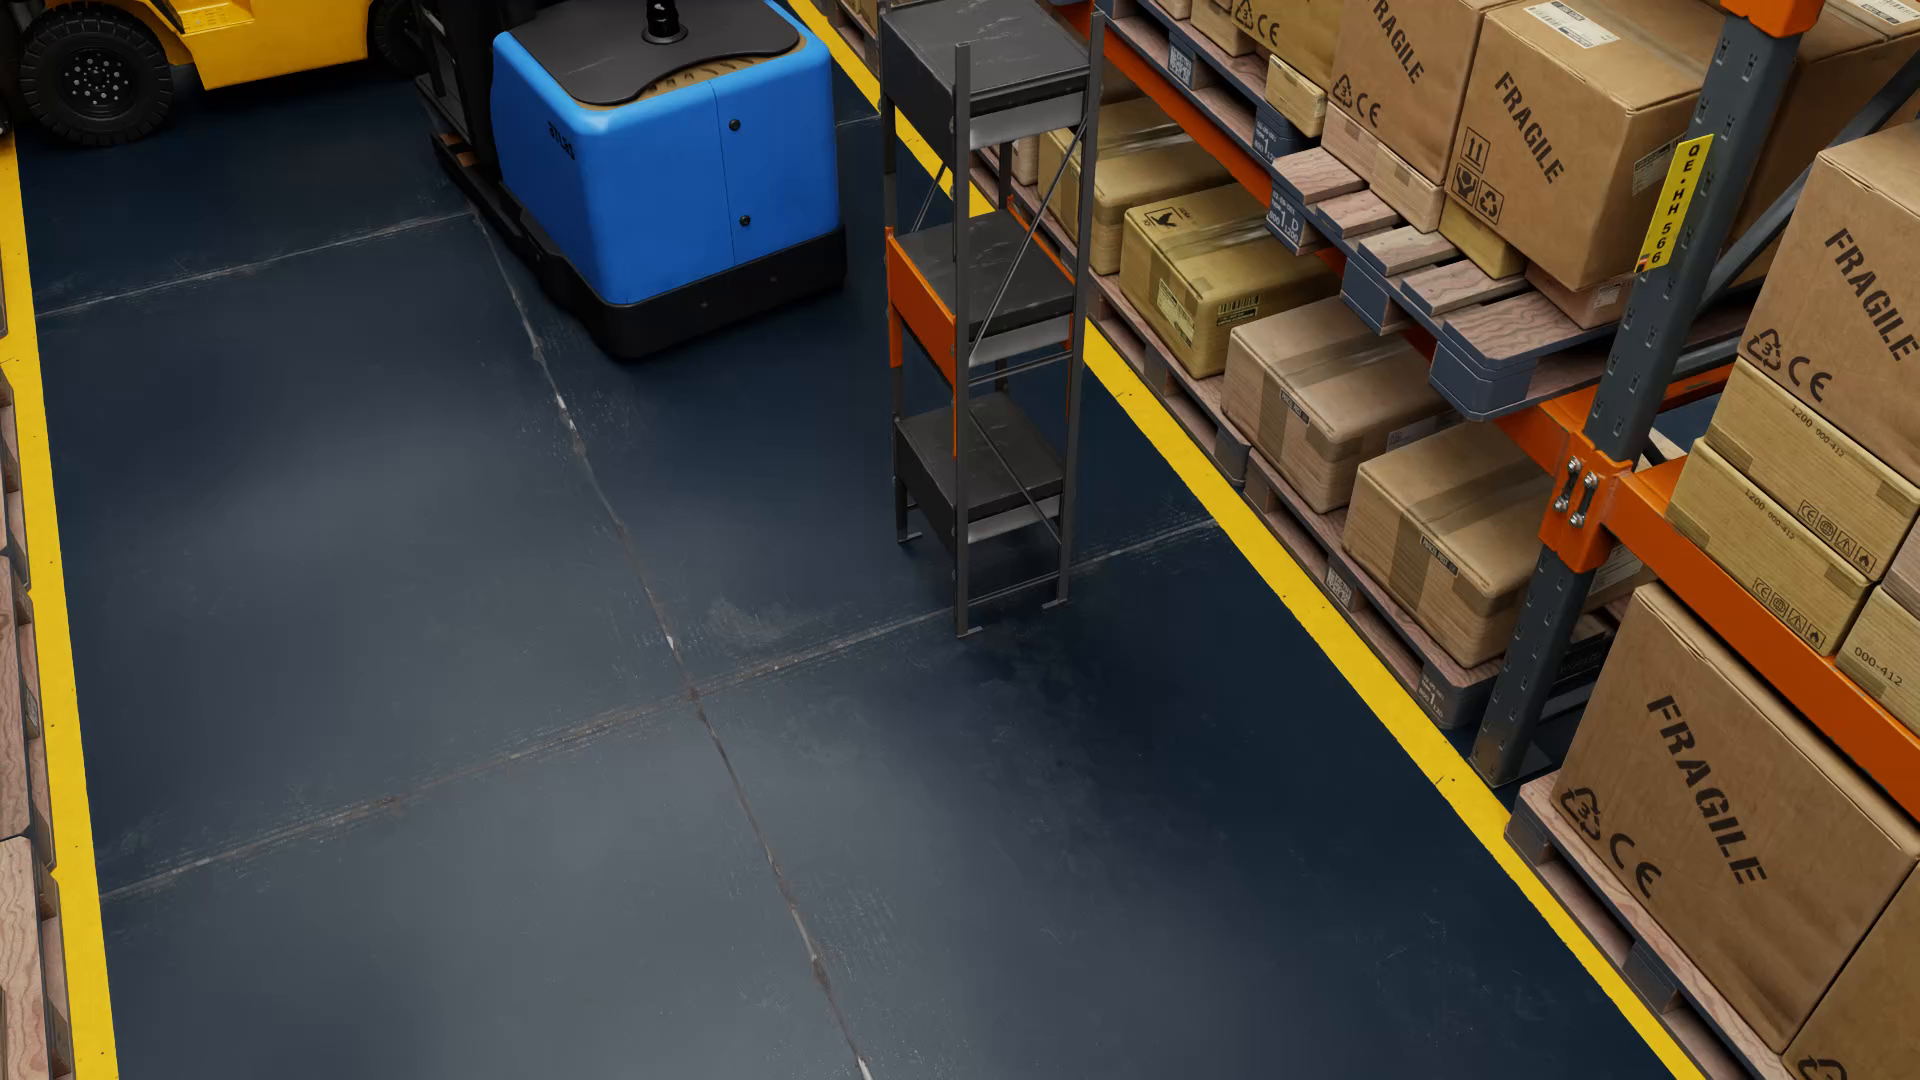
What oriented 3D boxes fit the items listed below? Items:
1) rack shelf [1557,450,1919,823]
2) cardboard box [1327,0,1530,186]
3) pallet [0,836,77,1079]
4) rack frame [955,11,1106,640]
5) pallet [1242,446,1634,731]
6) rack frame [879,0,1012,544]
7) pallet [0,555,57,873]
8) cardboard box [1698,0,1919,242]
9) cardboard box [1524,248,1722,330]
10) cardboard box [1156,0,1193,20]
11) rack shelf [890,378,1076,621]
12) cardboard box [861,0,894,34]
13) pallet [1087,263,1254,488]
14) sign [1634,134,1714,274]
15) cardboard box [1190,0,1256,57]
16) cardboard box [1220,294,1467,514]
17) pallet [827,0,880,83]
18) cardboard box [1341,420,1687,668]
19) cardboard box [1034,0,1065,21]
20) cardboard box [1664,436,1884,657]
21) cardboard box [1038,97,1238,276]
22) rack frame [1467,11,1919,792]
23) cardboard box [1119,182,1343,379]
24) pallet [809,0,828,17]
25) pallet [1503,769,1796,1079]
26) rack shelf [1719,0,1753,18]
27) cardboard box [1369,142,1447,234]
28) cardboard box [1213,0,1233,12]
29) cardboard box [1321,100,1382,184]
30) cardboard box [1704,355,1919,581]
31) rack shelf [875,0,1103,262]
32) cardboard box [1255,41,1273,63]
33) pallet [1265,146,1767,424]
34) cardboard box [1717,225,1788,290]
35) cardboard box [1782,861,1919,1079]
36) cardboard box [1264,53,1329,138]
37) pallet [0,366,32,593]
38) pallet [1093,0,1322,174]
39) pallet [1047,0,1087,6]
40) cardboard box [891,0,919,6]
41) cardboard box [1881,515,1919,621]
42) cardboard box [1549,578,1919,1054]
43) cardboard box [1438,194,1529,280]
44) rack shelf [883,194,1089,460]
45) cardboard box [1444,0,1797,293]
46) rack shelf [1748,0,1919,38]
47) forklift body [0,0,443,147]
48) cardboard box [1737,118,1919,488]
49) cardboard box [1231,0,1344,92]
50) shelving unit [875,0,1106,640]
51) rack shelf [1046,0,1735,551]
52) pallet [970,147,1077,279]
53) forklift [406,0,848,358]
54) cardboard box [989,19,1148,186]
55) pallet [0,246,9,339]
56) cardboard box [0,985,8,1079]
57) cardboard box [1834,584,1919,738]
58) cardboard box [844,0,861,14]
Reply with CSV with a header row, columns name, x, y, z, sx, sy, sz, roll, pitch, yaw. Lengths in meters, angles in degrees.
name,x,y,z,sx,sy,sz,roll,pitch,yaw
rack shelf,2.865,1.029,3.084,1.077,0.370,4.000,-18,47,-17
cardboard box,1.353,-1.326,4.377,0.500,0.500,0.500,-19,48,-18
pallet,-2.789,1.423,4.157,1.003,0.211,1.213,-18,47,-17
rack frame,0.172,-0.486,4.748,0.400,2.100,0.015,-18,47,-17
pallet,1.696,-0.007,5.607,1.003,0.211,1.213,-18,47,-17
rack frame,-0.033,-0.797,5.063,0.400,2.100,0.015,-18,47,-17
pallet,-3.298,0.647,4.944,1.003,0.211,1.213,-18,47,-17
cardboard box,2.044,-1.148,4.195,0.500,0.500,0.500,-19,48,-19
cardboard box,1.672,-0.701,4.205,0.380,0.149,0.250,-16,47,-16
cardboard box,0.810,-1.826,5.345,0.380,0.149,0.250,-16,47,-16
rack shelf,0.070,-0.134,5.407,0.431,0.518,0.480,-18,47,-17
cardboard box,-0.151,-2.519,7.826,0.500,0.250,0.500,-16,47,-16
pallet,1.187,-0.784,6.394,1.003,0.211,1.213,-18,47,-17
sign,1.535,-0.719,3.575,0.100,0.325,0.005,-18,47,-17
cardboard box,0.949,-1.665,5.182,0.380,0.149,0.250,-19,48,-19
cardboard box,1.478,-0.546,5.740,0.950,0.372,0.625,-19,48,-18
pallet,0.027,-2.476,8.109,1.003,0.211,1.213,-18,47,-17
cardboard box,1.795,-0.079,5.266,0.950,0.372,0.625,-21,48,-20
cardboard box,0.339,-2.677,7.986,0.500,0.250,0.500,-20,48,-19
cardboard box,2.001,-0.062,3.784,0.500,0.250,0.500,-19,48,-18
cardboard box,0.870,-1.474,6.680,0.950,0.372,0.625,-15,47,-15
rack frame,2.024,-0.502,4.123,1.000,3.000,0.127,-18,47,-17
cardboard box,1.164,-1.031,6.232,0.950,0.372,0.625,-17,47,-16
pallet,-0.490,-3.254,8.898,1.003,0.211,1.213,-18,47,-17
pallet,2.287,1.016,4.570,1.003,0.211,1.213,-18,47,-17
rack shelf,1.183,-2.588,4.613,1.077,0.370,4.000,-18,47,-17
cardboard box,1.347,-0.998,4.505,0.380,0.149,0.250,-18,48,-18
cardboard box,0.911,-1.996,5.055,0.500,0.500,0.500,-20,48,-19
cardboard box,1.249,-1.161,4.670,0.380,0.149,0.250,-20,48,-19
cardboard box,2.013,-0.230,3.599,0.500,0.250,0.500,-18,47,-18
rack shelf,0.070,-1.130,4.424,0.431,0.518,0.480,-18,47,-17
cardboard box,1.129,-1.529,5.044,0.380,0.149,0.250,-18,47,-17
pallet,1.627,-0.856,4.618,1.213,0.211,1.003,-18,47,-17
cardboard box,2.056,-0.824,4.329,0.380,0.149,0.250,-21,48,-20
cardboard box,2.610,1.140,3.673,0.875,0.875,0.875,-17,47,-17
cardboard box,1.120,-1.332,4.844,0.380,0.149,0.250,-17,47,-17
pallet,-3.815,-0.132,5.733,1.003,0.211,1.213,-18,47,-17
pallet,1.154,-1.683,5.456,1.003,0.211,1.213,-18,47,-17
pallet,0.531,-2.452,6.236,1.003,0.211,1.213,-18,47,-17
cardboard box,-0.150,-2.786,7.563,0.500,0.500,0.500,-19,48,-18
cardboard box,2.229,0.099,3.264,0.500,0.250,0.500,-17,47,-16
cardboard box,2.239,0.570,4.250,0.875,0.875,0.875,-18,48,-18
cardboard box,1.494,-0.850,4.356,0.380,0.149,0.250,-17,47,-17
rack shelf,0.070,-0.632,4.915,0.431,0.518,0.480,-18,47,-17
cardboard box,1.580,-1.000,4.046,0.500,0.500,0.500,-19,48,-19
rack shelf,2.865,-0.039,2.030,1.077,0.370,4.000,-18,47,-17
forklift body,-3.390,-3.160,7.421,2.313,2.155,1.214,-18,47,-17
cardboard box,2.009,-0.506,3.345,0.500,0.500,0.500,-20,48,-19
cardboard box,1.140,-1.648,4.702,0.500,0.500,0.500,-21,48,-20
shelving unit,0.070,-0.642,4.906,0.431,2.100,0.503,-18,47,-17
rack shelf,1.183,-1.520,5.667,1.077,0.370,4.000,-18,47,-17
pallet,0.670,-1.562,7.183,1.003,0.211,1.213,-18,47,-17
forklift,-1.688,-2.749,6.449,1.130,2.935,3.031,-25,50,-23
cardboard box,0.565,-1.931,7.143,0.950,0.372,0.625,-17,47,-17
pallet,-4.457,-1.109,6.723,1.003,0.211,1.213,-18,47,-17
cardboard box,-2.728,1.261,3.728,0.875,0.625,0.625,-17,47,-16
cardboard box,2.233,0.260,3.458,0.500,0.250,0.500,-19,48,-19
cardboard box,-0.384,-2.855,8.167,0.500,0.250,0.500,-19,48,-18
